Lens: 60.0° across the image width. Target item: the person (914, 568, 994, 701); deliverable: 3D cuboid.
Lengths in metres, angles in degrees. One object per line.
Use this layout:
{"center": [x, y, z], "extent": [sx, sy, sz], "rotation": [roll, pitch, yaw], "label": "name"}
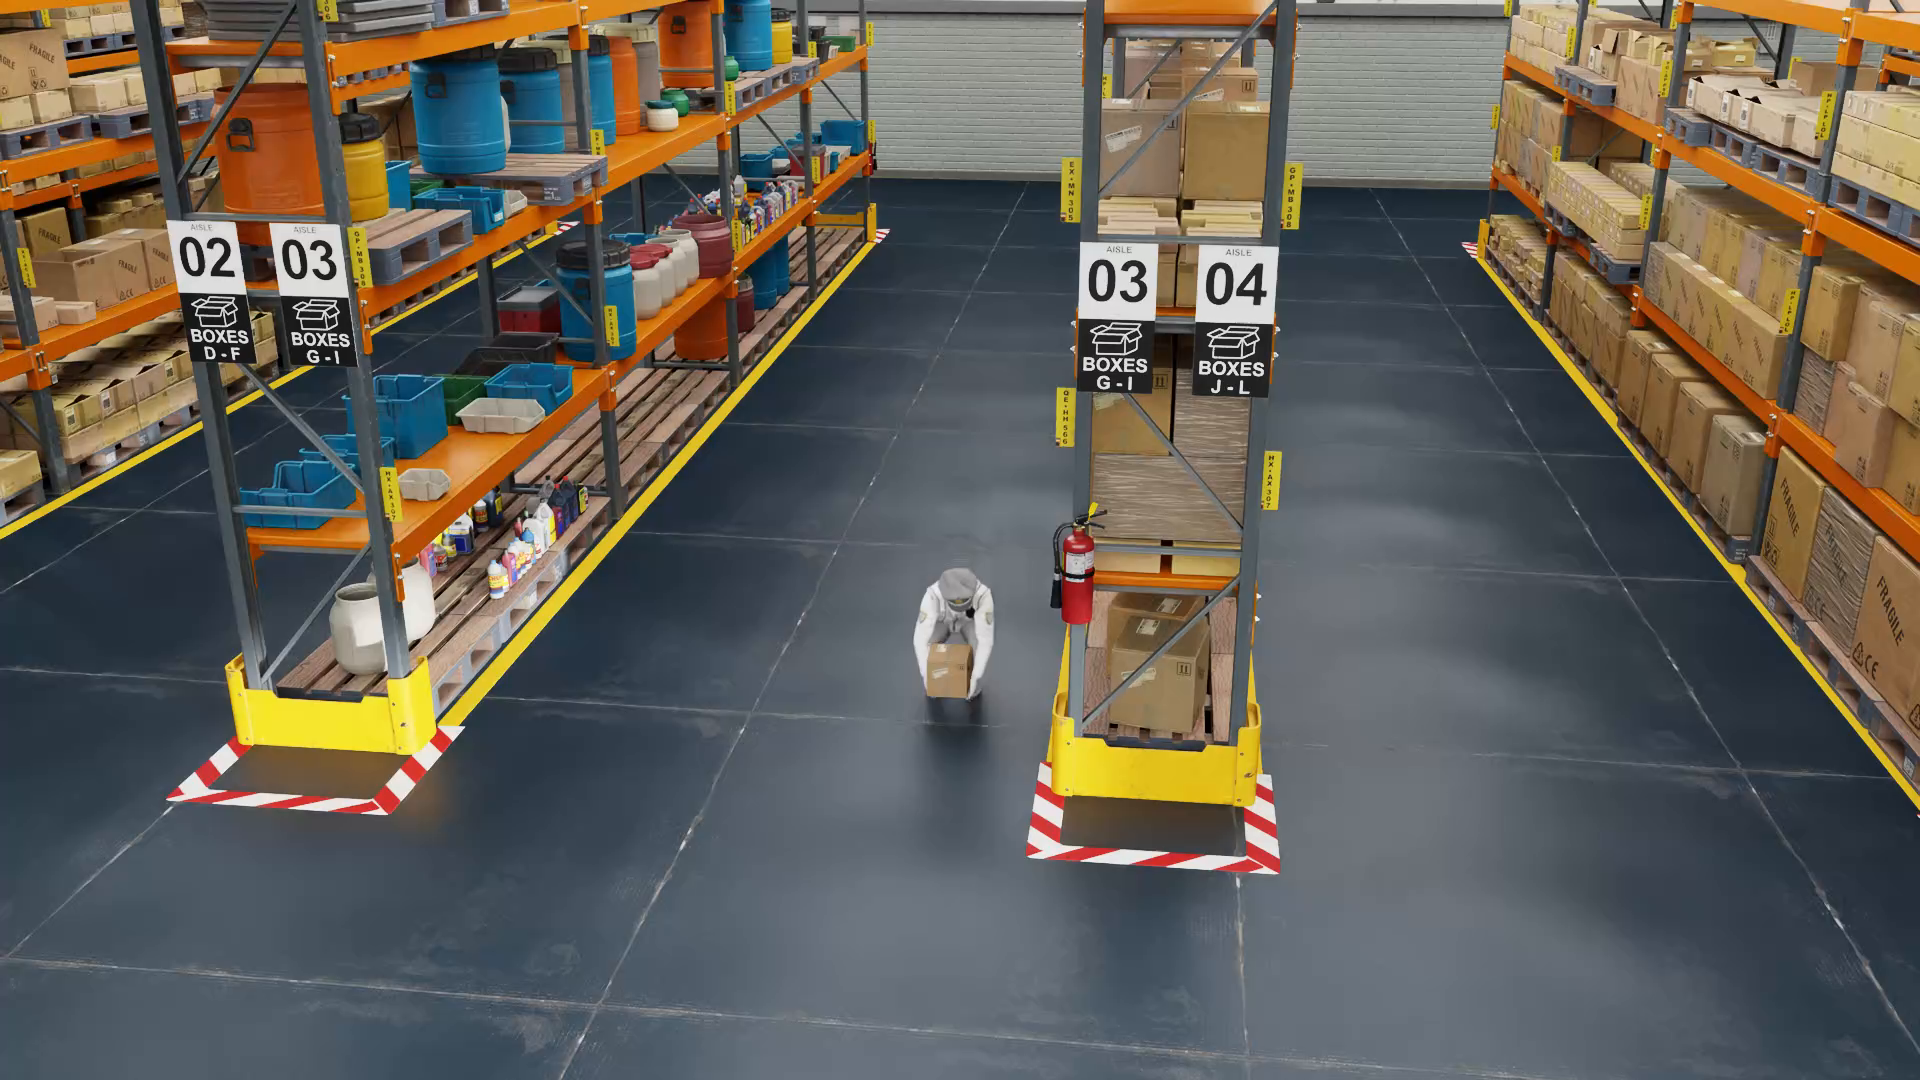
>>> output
{"center": [-0.024, 0.555, 10.642], "extent": [0.507, 0.961, 0.820], "rotation": [2, 21, 6], "label": "person"}
